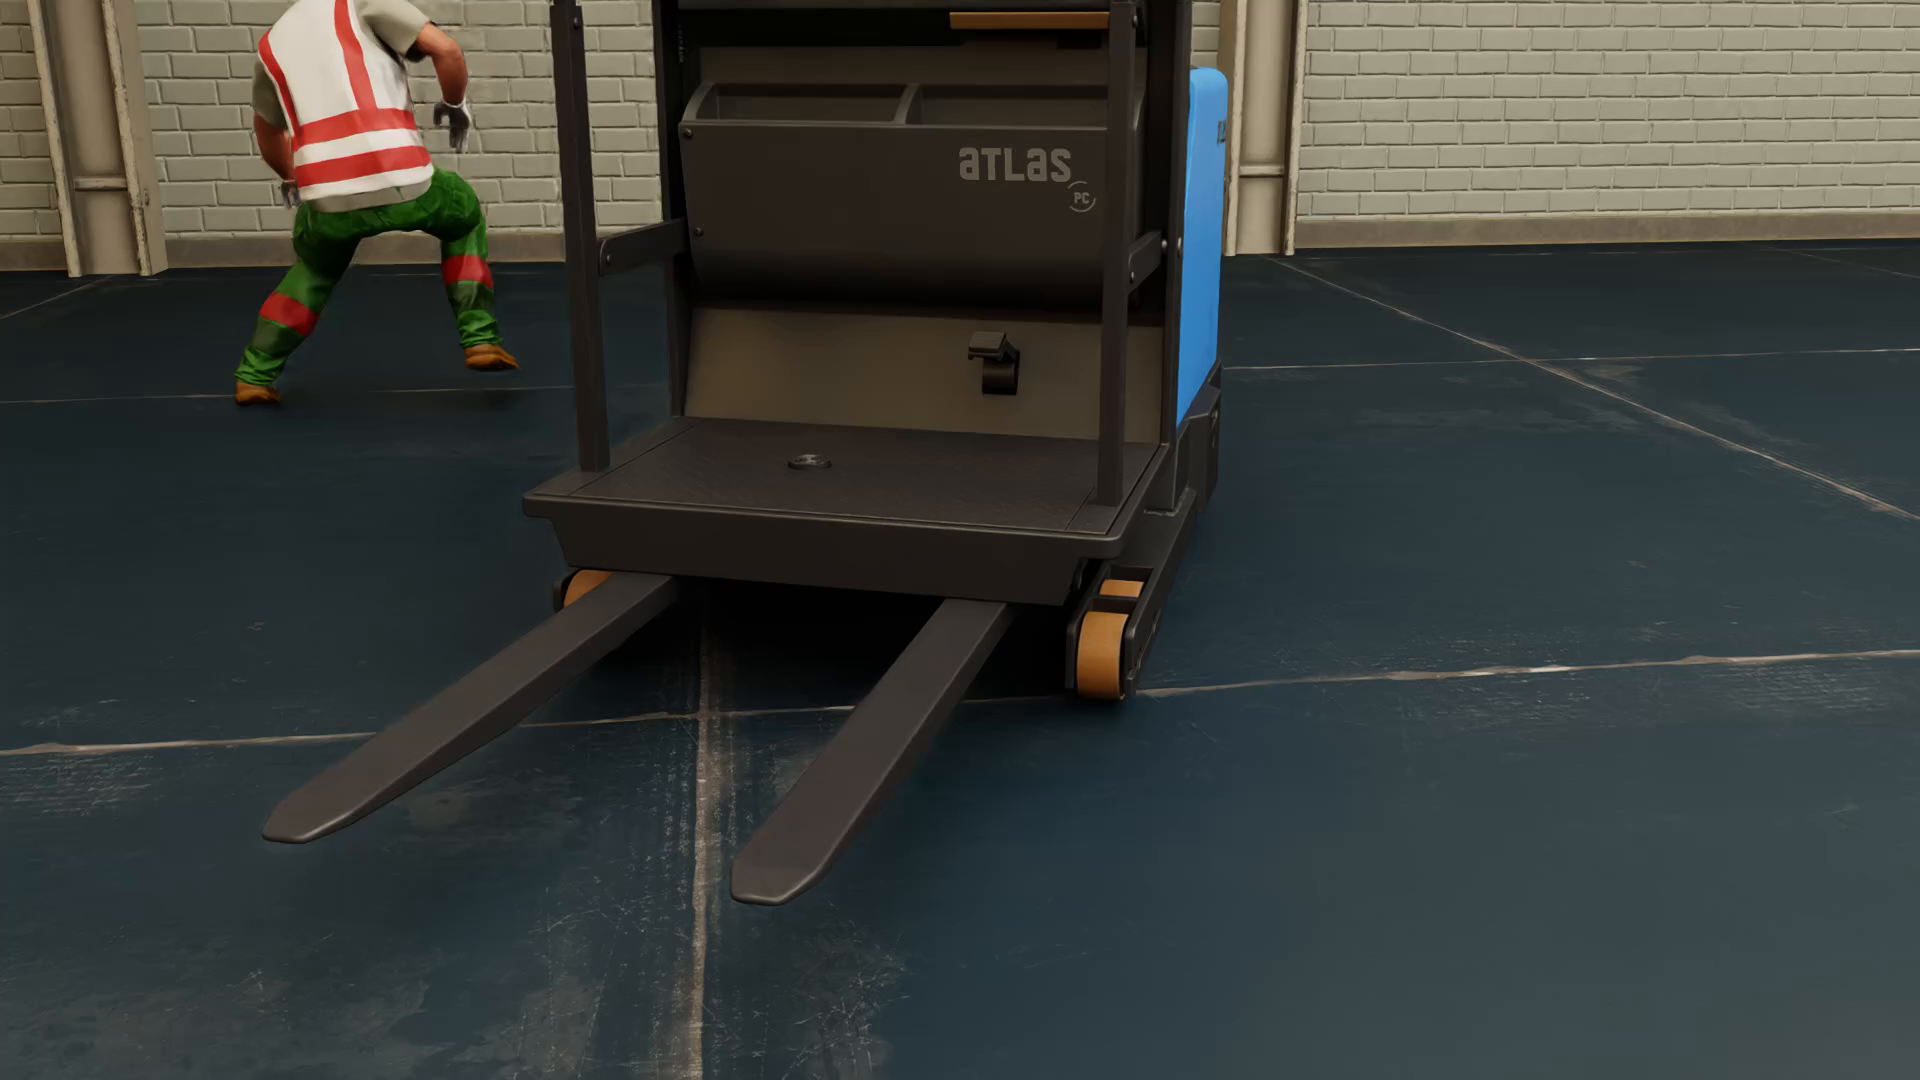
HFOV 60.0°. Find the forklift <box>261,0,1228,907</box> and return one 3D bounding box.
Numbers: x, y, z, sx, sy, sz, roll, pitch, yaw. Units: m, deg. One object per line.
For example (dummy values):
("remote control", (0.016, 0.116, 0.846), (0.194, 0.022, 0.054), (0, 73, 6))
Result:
("forklift", (-0.151, -1.233, 2.977), (1.130, 2.935, 3.031), (4, 17, 14))

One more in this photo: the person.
("person", (-1.922, -1.160, 5.297), (0.898, 1.540, 0.777), (1, 17, 2))
